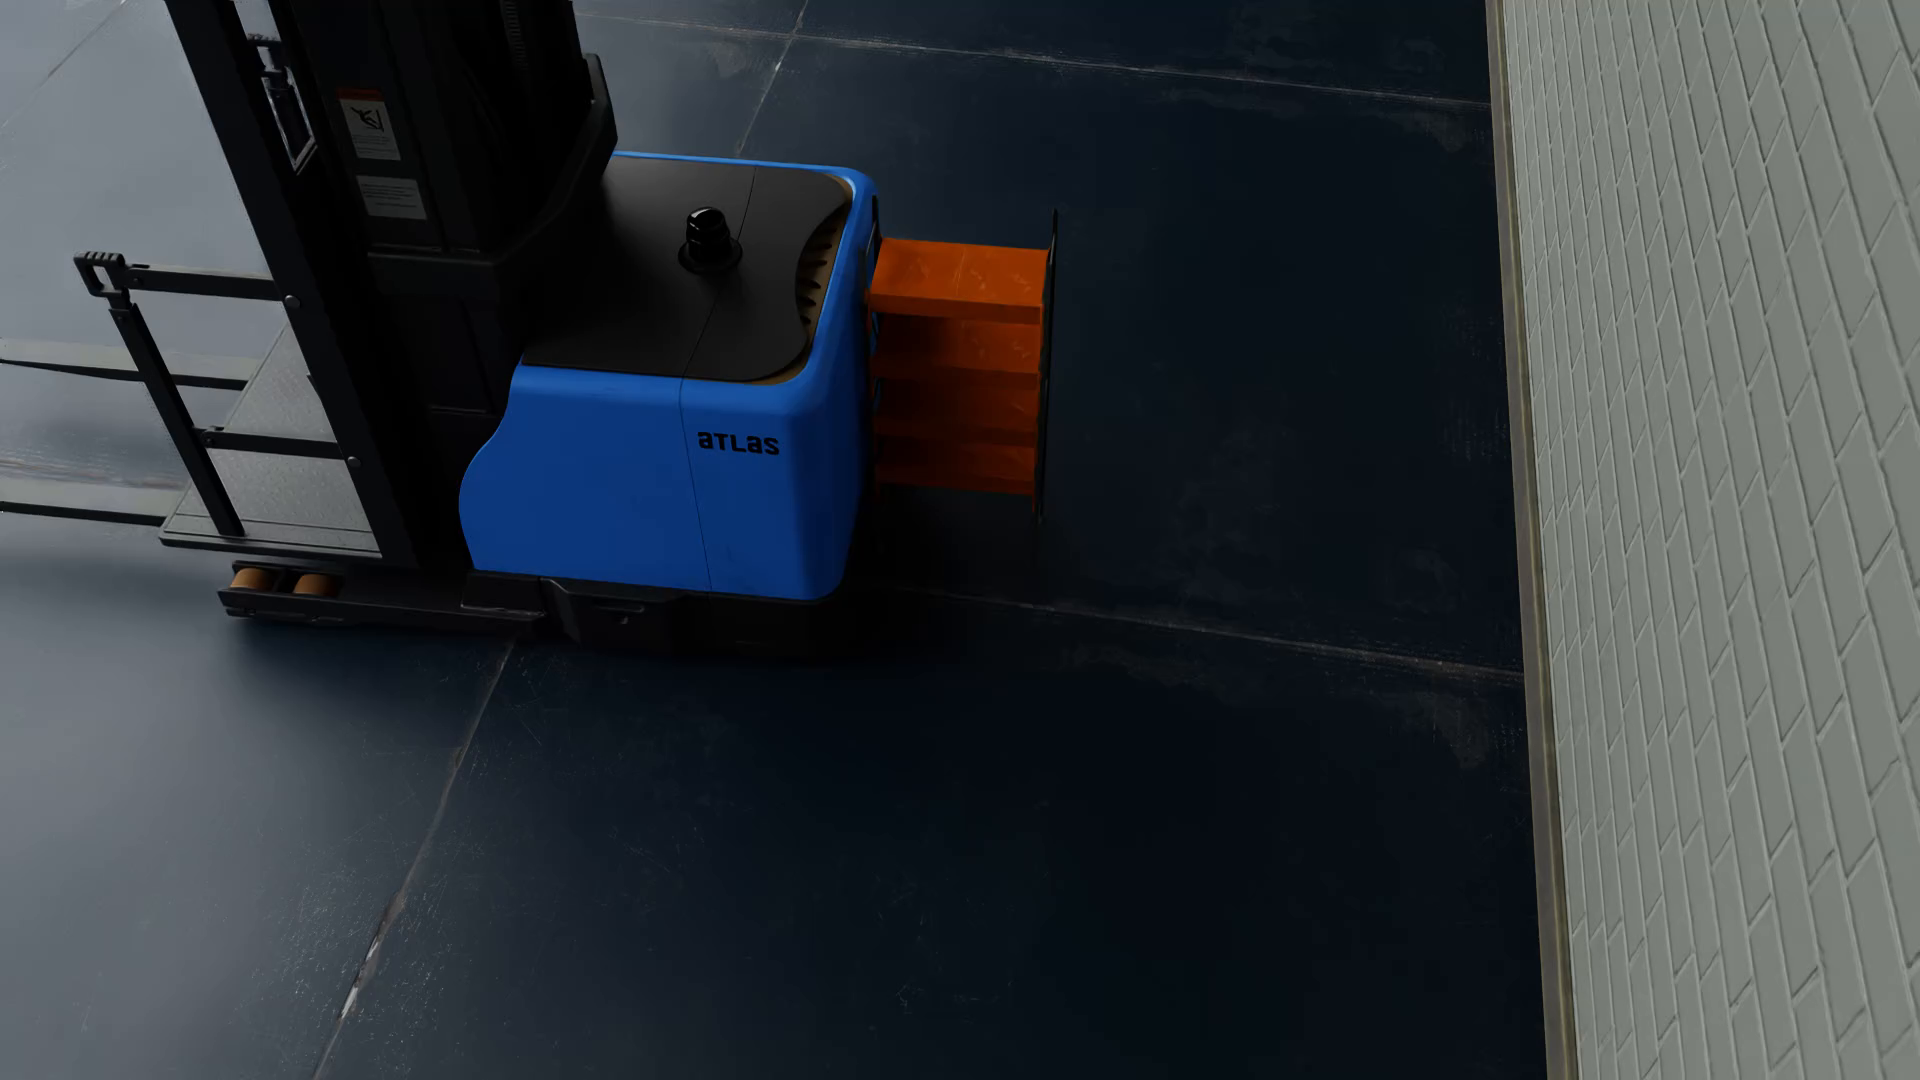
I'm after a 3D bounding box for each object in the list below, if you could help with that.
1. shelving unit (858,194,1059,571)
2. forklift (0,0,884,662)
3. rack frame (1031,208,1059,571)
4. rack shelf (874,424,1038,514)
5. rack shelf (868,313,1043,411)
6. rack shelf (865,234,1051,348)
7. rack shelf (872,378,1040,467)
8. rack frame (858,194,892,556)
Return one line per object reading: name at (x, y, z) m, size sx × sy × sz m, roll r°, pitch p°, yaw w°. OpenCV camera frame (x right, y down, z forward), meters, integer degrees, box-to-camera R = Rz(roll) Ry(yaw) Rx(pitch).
shelving unit at (0.000, -0.418, 4.819) m, size 0.503 × 1.200 × 0.258 m, roll 5°, pitch 48°, yaw 5°
forklift at (-1.775, -1.105, 4.273) m, size 3.031 × 2.935 × 1.130 m, roll 5°, pitch 48°, yaw 5°
rack frame at (0.242, -0.395, 4.799) m, size 0.015 × 1.200 × 0.240 m, roll 5°, pitch 48°, yaw 5°
rack shelf at (0.000, -0.240, 5.016) m, size 0.480 × 0.148 × 0.258 m, roll 5°, pitch 48°, yaw 5°
rack shelf at (0.000, -0.522, 4.702) m, size 0.480 × 0.148 × 0.258 m, roll 5°, pitch 48°, yaw 5°
rack shelf at (0.000, -0.680, 4.526) m, size 0.480 × 0.148 × 0.258 m, roll 5°, pitch 48°, yaw 5°
rack shelf at (0.000, -0.373, 4.869) m, size 0.480 × 0.148 × 0.258 m, roll 5°, pitch 48°, yaw 5°
rack frame at (-0.242, -0.440, 4.838) m, size 0.015 × 1.200 × 0.240 m, roll 5°, pitch 48°, yaw 5°
